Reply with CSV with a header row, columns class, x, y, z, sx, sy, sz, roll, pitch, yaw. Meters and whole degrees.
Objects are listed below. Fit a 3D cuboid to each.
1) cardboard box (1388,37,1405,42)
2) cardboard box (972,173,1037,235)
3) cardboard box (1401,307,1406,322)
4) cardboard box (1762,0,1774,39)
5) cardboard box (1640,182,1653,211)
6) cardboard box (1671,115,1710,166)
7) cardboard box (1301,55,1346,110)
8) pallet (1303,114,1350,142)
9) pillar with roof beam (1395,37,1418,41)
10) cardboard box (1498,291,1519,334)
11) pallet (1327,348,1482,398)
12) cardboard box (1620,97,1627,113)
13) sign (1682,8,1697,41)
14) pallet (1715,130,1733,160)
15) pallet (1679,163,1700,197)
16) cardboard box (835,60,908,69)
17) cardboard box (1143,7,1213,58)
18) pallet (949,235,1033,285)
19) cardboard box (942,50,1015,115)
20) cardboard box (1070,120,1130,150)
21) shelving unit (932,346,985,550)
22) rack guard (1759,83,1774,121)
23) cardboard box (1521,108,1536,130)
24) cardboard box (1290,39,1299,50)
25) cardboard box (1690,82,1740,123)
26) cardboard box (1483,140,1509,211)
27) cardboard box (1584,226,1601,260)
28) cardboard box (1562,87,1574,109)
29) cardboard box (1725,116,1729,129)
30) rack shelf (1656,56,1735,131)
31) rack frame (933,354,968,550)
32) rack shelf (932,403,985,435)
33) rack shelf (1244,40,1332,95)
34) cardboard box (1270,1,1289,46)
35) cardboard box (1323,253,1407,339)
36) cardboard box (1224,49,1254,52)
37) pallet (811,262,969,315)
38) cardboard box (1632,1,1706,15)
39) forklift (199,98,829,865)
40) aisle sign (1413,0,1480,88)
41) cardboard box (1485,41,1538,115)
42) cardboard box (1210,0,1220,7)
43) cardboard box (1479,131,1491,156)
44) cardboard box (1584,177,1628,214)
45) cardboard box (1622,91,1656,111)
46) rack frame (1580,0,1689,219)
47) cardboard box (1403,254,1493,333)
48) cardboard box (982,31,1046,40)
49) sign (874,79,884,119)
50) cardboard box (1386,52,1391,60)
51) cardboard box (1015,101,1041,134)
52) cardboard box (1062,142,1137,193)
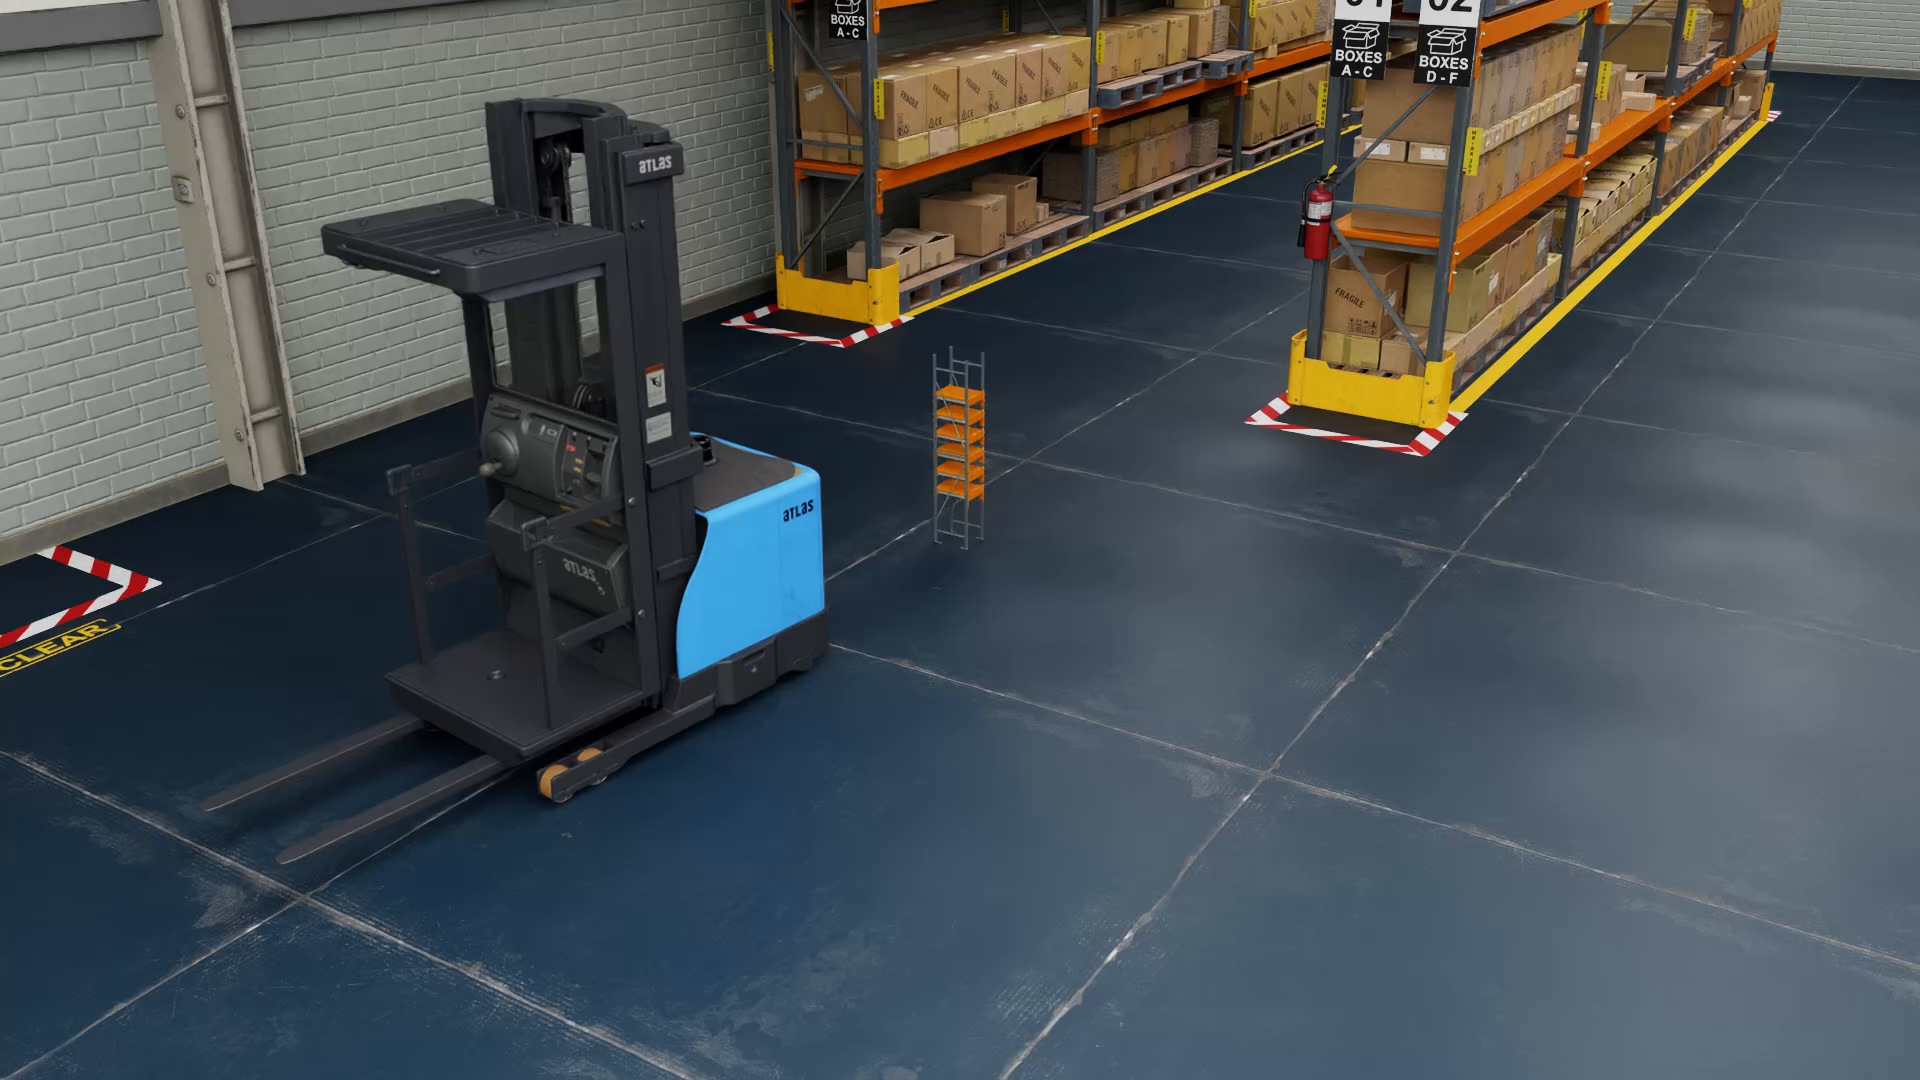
class,x,y,z,sx,sy,sz,roll,pitch,yaw
cardboard box,6.909,-7.974,26.695,0.380,0.149,0.250,14,27,29
cardboard box,0.454,-3.450,17.036,0.500,0.500,0.500,12,26,25
cardboard box,3.354,-1.712,13.361,0.500,0.250,0.500,14,27,29
cardboard box,10.965,-7.262,23.122,0.500,0.500,0.500,14,27,29
cardboard box,7.218,-3.769,18.113,0.500,0.250,0.500,15,27,30
cardboard box,8.849,-4.911,20.411,0.500,0.500,0.500,14,27,30
cardboard box,4.955,-6.413,23.466,0.750,0.750,0.750,14,27,30
pallet,4.845,-5.898,23.608,1.003,0.211,1.213,14,27,29
pillar with roof beam,11.644,-11.747,26.059,9.100,9.000,0.400,14,27,29
cardboard box,4.333,-1.938,13.883,0.500,0.250,0.500,14,27,29
pallet,3.436,-1.354,13.112,1.003,0.211,1.213,14,27,29
cardboard box,6.663,-4.509,17.207,0.380,0.149,0.250,16,28,33
sign,7.762,-5.483,17.683,0.100,0.325,0.005,14,27,29
pallet,9.761,-5.369,22.386,1.003,0.211,1.213,14,27,29
pallet,8.359,-4.441,20.244,1.003,0.211,1.213,14,27,29
cardboard box,-0.800,-4.060,15.071,0.500,0.500,0.500,14,27,30
cardboard box,2.567,-5.996,19.646,0.700,0.500,0.500,11,26,24
pallet,0.001,-2.827,16.513,1.003,0.211,1.213,14,27,29
cardboard box,0.174,-4.301,15.629,0.500,0.500,0.500,15,27,31
cardboard box,1.571,-4.554,18.642,0.500,0.250,0.500,13,27,28
shelving unit,-0.008,-0.546,10.000,0.258,1.200,0.189,14,27,29
rack guard,11.468,-6.594,24.853,1.175,0.500,0.348,14,27,29
cardboard box,4.408,-3.405,13.398,0.380,0.149,0.250,15,28,31
cardboard box,4.248,-6.580,21.965,0.380,0.149,0.250,14,27,29
cardboard box,10.385,-6.108,23.173,0.797,0.503,0.637,14,27,29
cardboard box,3.865,-2.912,13.075,0.700,0.500,0.500,14,27,29
cardboard box,5.872,-2.904,16.115,0.500,0.250,0.500,15,27,30
cardboard box,5.085,-3.841,14.404,0.380,0.149,0.250,13,27,28
cardboard box,10.251,-5.709,22.674,0.380,0.166,0.250,14,27,29
rack shelf,8.343,-5.412,19.881,1.077,0.370,4.000,14,27,29
rack frame,-0.056,-0.515,9.929,0.240,1.200,0.006,14,27,29
rack shelf,-0.008,-0.725,9.923,0.258,0.103,0.180,14,27,29
rack shelf,4.133,-6.449,22.276,1.077,0.370,4.000,14,27,29
cardboard box,3.836,-6.580,21.149,0.500,0.500,0.500,15,28,31
cardboard box,3.098,-1.885,12.818,0.500,0.500,0.500,14,27,29
cardboard box,3.448,-6.060,20.764,0.380,0.149,0.250,13,27,28
pallet,-0.643,-2.416,15.566,1.003,0.211,1.213,14,27,29
cardboard box,8.649,-6.297,20.366,0.700,0.500,0.500,19,30,37
forklift,-2.015,-0.385,7.449,1.130,2.935,3.031,18,29,36
aisle sign,3.294,-3.473,11.226,0.394,0.787,0.004,14,27,29
cardboard box,4.155,-3.699,13.260,0.700,0.500,0.500,14,27,29
cardboard box,2.921,-6.526,20.054,0.380,0.149,0.250,10,25,22
cardboard box,3.728,-2.971,12.395,0.380,0.149,0.250,14,27,29
cardboard box,6.418,-3.511,16.812,0.500,0.311,0.500,15,27,30
cardboard box,7.049,-4.590,17.394,0.380,0.149,0.250,14,27,29
rack frame,7.288,-5.067,18.179,1.000,3.000,0.127,14,27,29
cardboard box,3.802,-1.945,12.957,0.500,0.500,0.500,14,27,29
cardboard box,0.542,-4.923,17.067,0.500,0.500,0.500,13,27,28
sign,-0.681,-3.687,13.902,0.100,0.325,0.005,14,27,29
cardboard box,6.280,-7.282,25.096,0.380,0.149,0.250,13,27,27
cardboard box,0.453,-4.131,16.181,0.500,0.250,0.500,14,27,29
cardboard box,1.572,-4.245,18.873,0.700,0.500,0.500,13,27,28
